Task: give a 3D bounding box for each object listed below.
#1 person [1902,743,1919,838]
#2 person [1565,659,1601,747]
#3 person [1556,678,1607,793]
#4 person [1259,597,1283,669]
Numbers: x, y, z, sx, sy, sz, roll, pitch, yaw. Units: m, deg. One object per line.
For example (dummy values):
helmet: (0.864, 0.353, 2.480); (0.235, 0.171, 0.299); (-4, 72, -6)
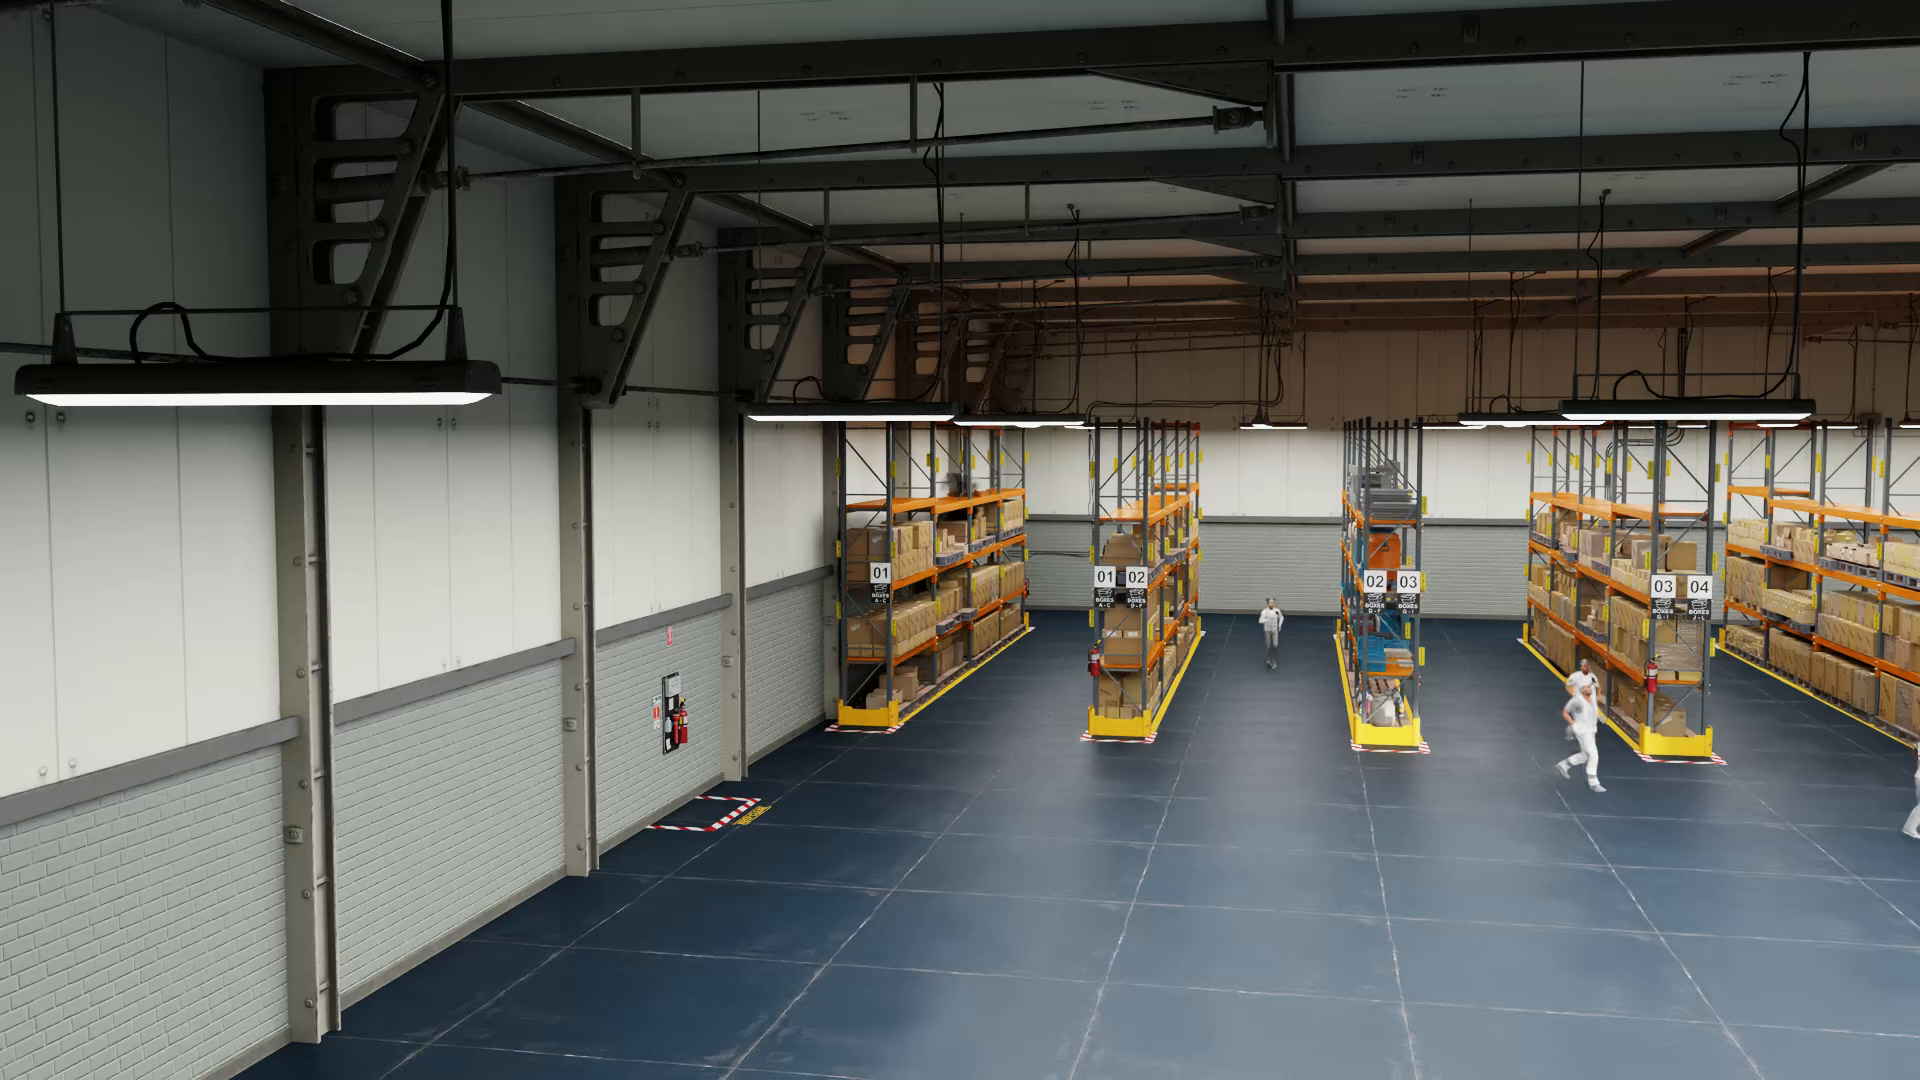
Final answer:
person: (13.599, 3.380, 23.226); (0.712, 1.756, 0.564); (3, 5, 39)
person: (11.327, 2.962, 30.190); (0.628, 1.619, 0.562); (0, 4, 0)
person: (10.006, 3.103, 26.705); (0.643, 1.787, 0.877); (-3, 5, -40)
person: (7.573, 2.252, 40.445); (0.594, 1.745, 0.712); (0, 4, 7)
